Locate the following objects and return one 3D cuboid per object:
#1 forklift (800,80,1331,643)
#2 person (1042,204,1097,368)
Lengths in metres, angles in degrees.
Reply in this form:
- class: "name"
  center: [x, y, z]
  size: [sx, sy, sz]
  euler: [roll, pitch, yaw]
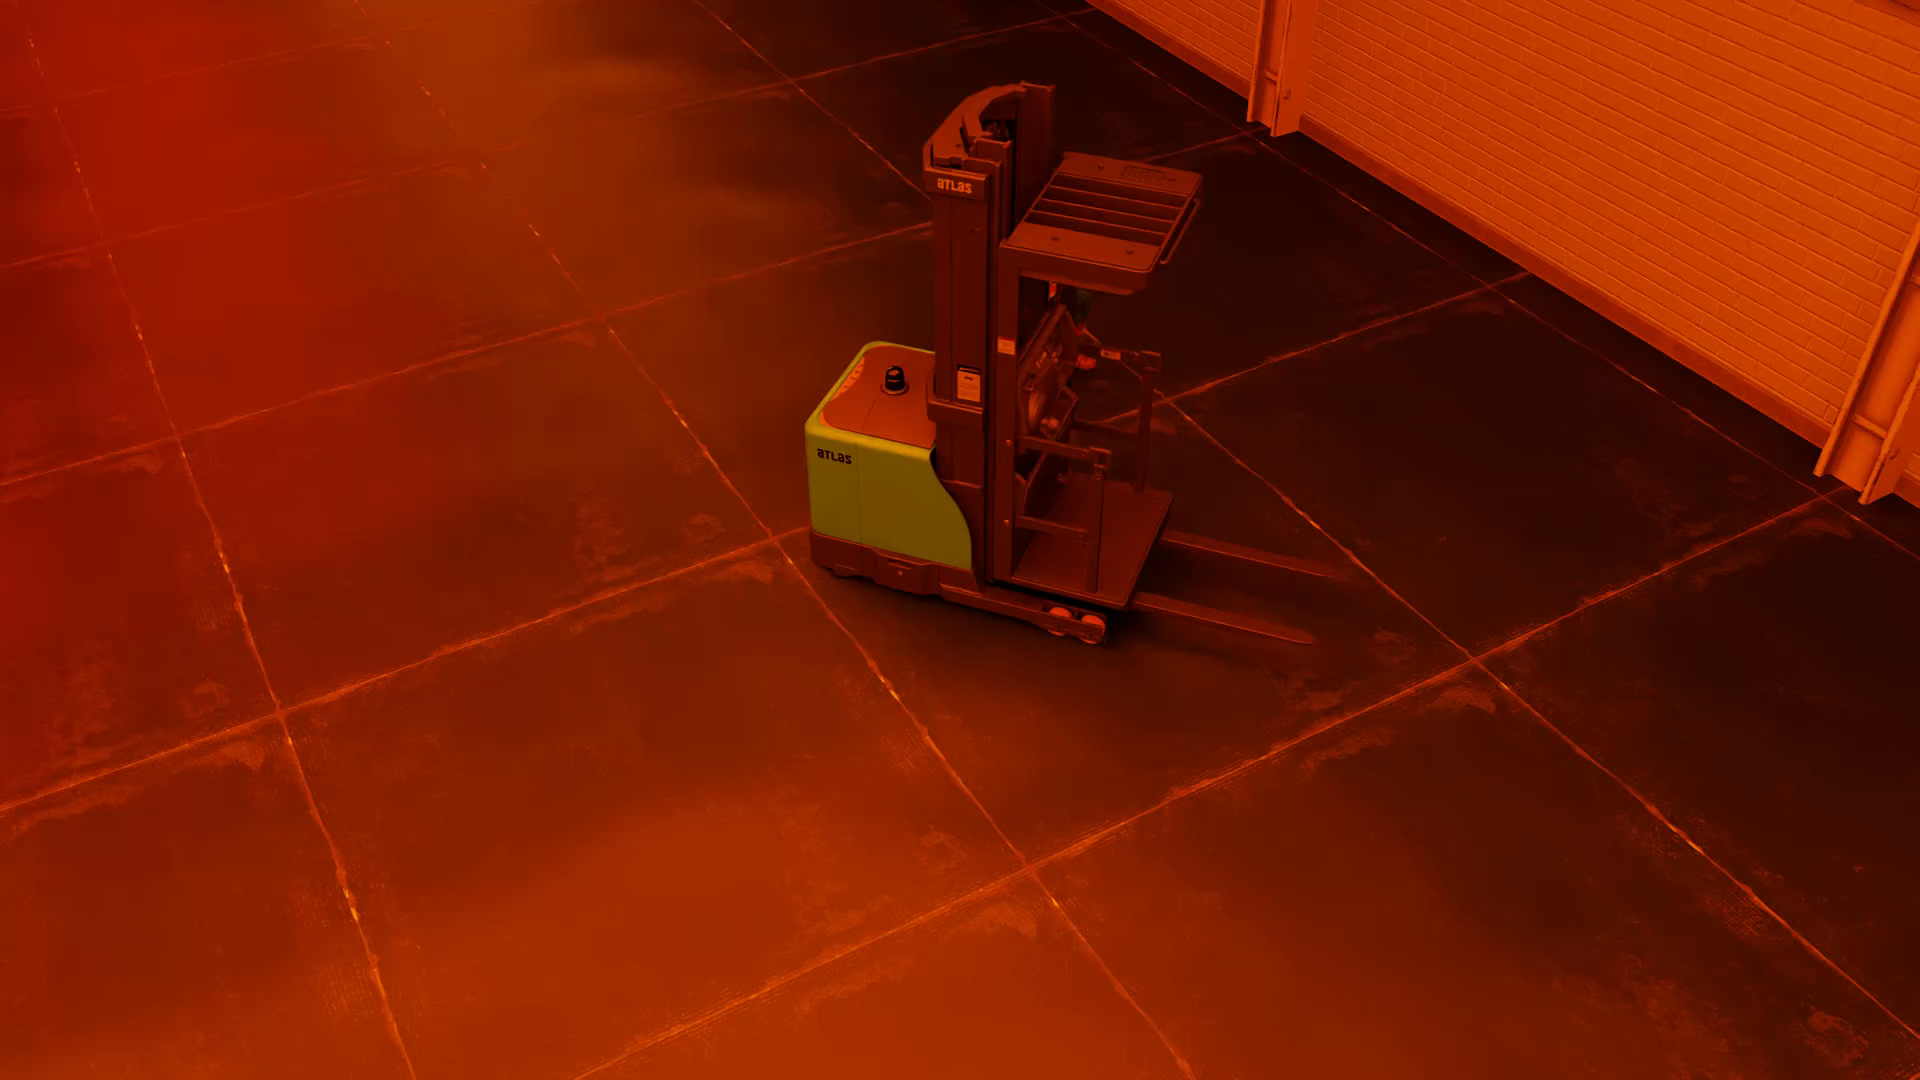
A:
- class: "forklift"
  center: [0.644, -0.921, 9.147]
  size: [3.031, 2.935, 1.130]
  euler: [13, 42, 16]
- class: "person"
  center: [0.834, -1.804, 11.350]
  size: [1.092, 1.489, 0.812]
  euler: [-18, 43, -21]
